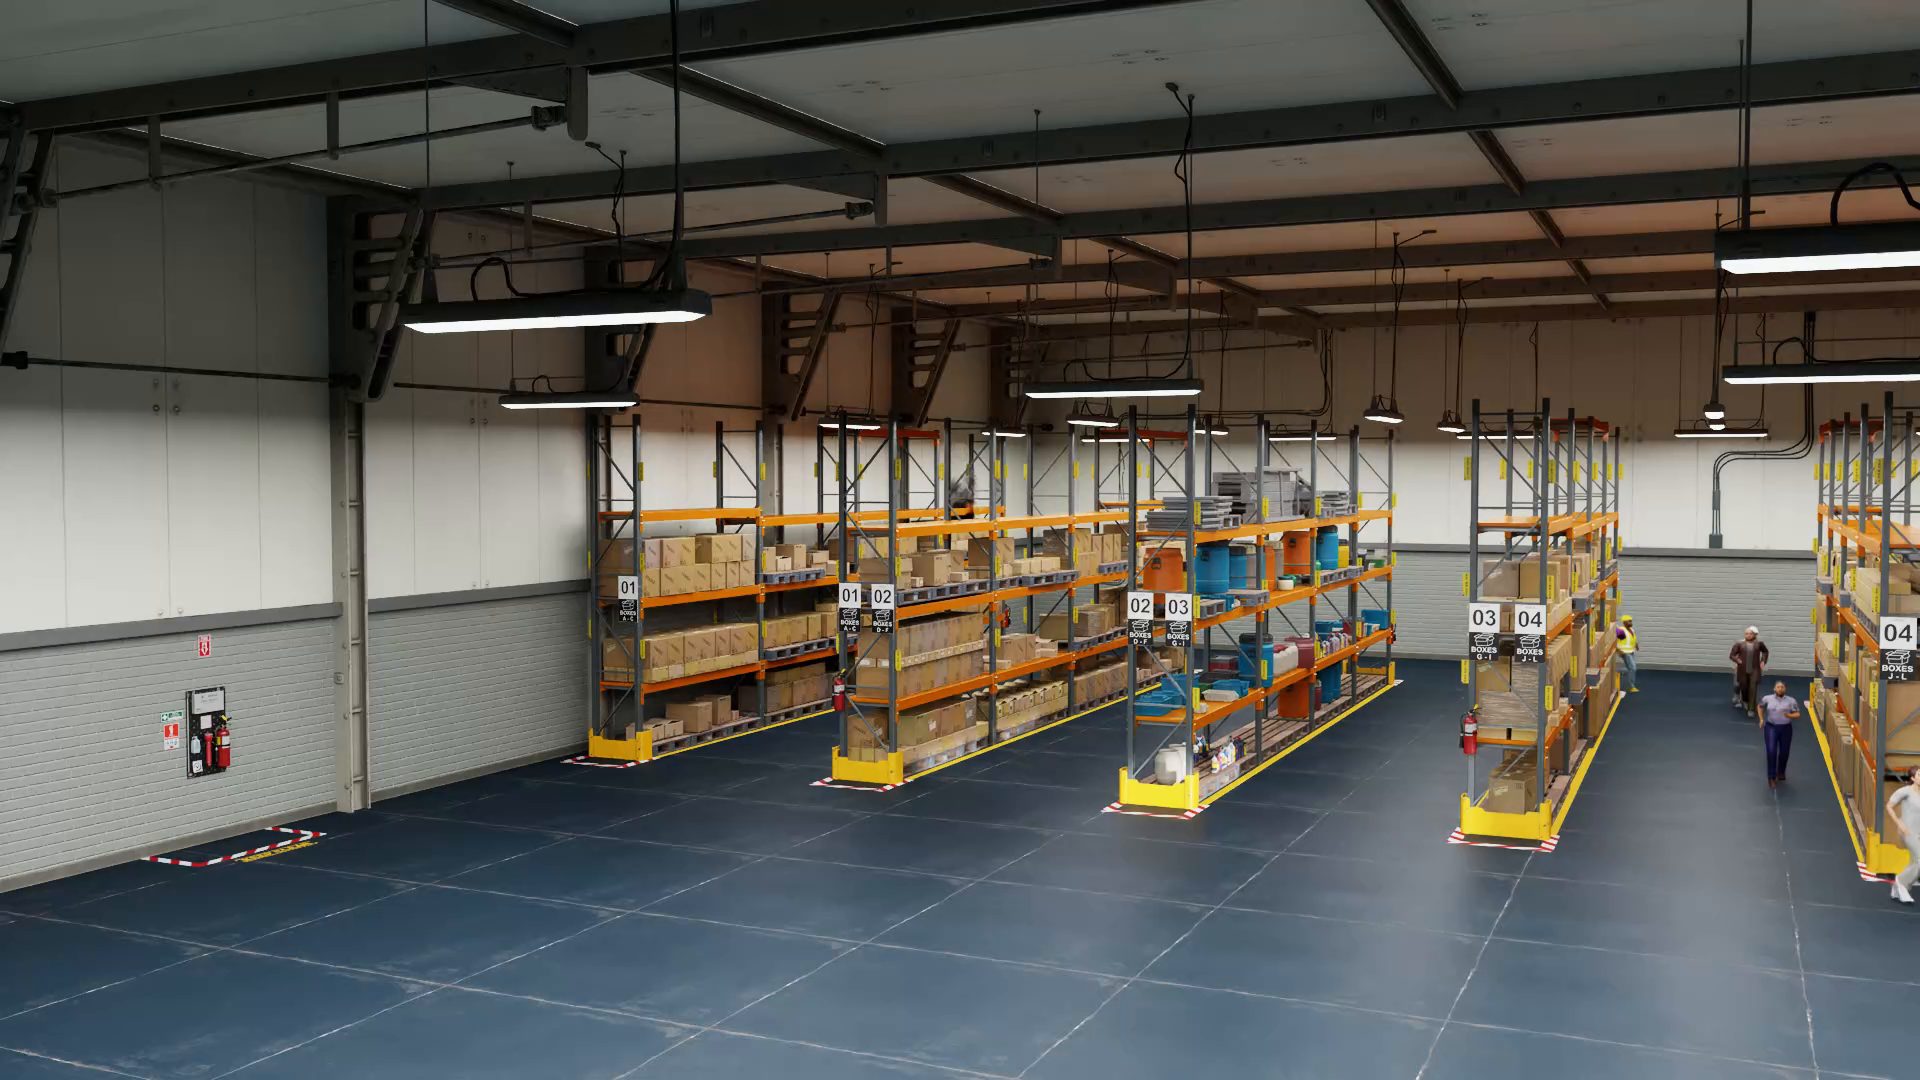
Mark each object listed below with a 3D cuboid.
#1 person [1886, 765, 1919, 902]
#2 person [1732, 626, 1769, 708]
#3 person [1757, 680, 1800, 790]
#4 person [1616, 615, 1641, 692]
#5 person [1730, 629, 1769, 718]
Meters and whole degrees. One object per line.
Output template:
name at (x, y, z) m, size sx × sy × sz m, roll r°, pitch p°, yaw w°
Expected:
person at (11.009, 3.397, 19.171) m, size 0.512 × 1.620 × 0.648 m, roll -1°, pitch 2°, yaw -15°
person at (16.748, 2.695, 35.264) m, size 0.723 × 1.739 × 0.728 m, roll 2°, pitch 3°, yaw 34°
person at (13.054, 3.081, 26.517) m, size 0.587 × 1.693 × 0.836 m, roll 1°, pitch 2°, yaw 19°
person at (15.206, 2.584, 38.000) m, size 0.732 × 1.745 × 0.733 m, roll -2°, pitch 3°, yaw -41°
person at (16.153, 2.698, 34.054) m, size 0.726 × 1.769 × 1.053 m, roll 1°, pitch 3°, yaw 26°
